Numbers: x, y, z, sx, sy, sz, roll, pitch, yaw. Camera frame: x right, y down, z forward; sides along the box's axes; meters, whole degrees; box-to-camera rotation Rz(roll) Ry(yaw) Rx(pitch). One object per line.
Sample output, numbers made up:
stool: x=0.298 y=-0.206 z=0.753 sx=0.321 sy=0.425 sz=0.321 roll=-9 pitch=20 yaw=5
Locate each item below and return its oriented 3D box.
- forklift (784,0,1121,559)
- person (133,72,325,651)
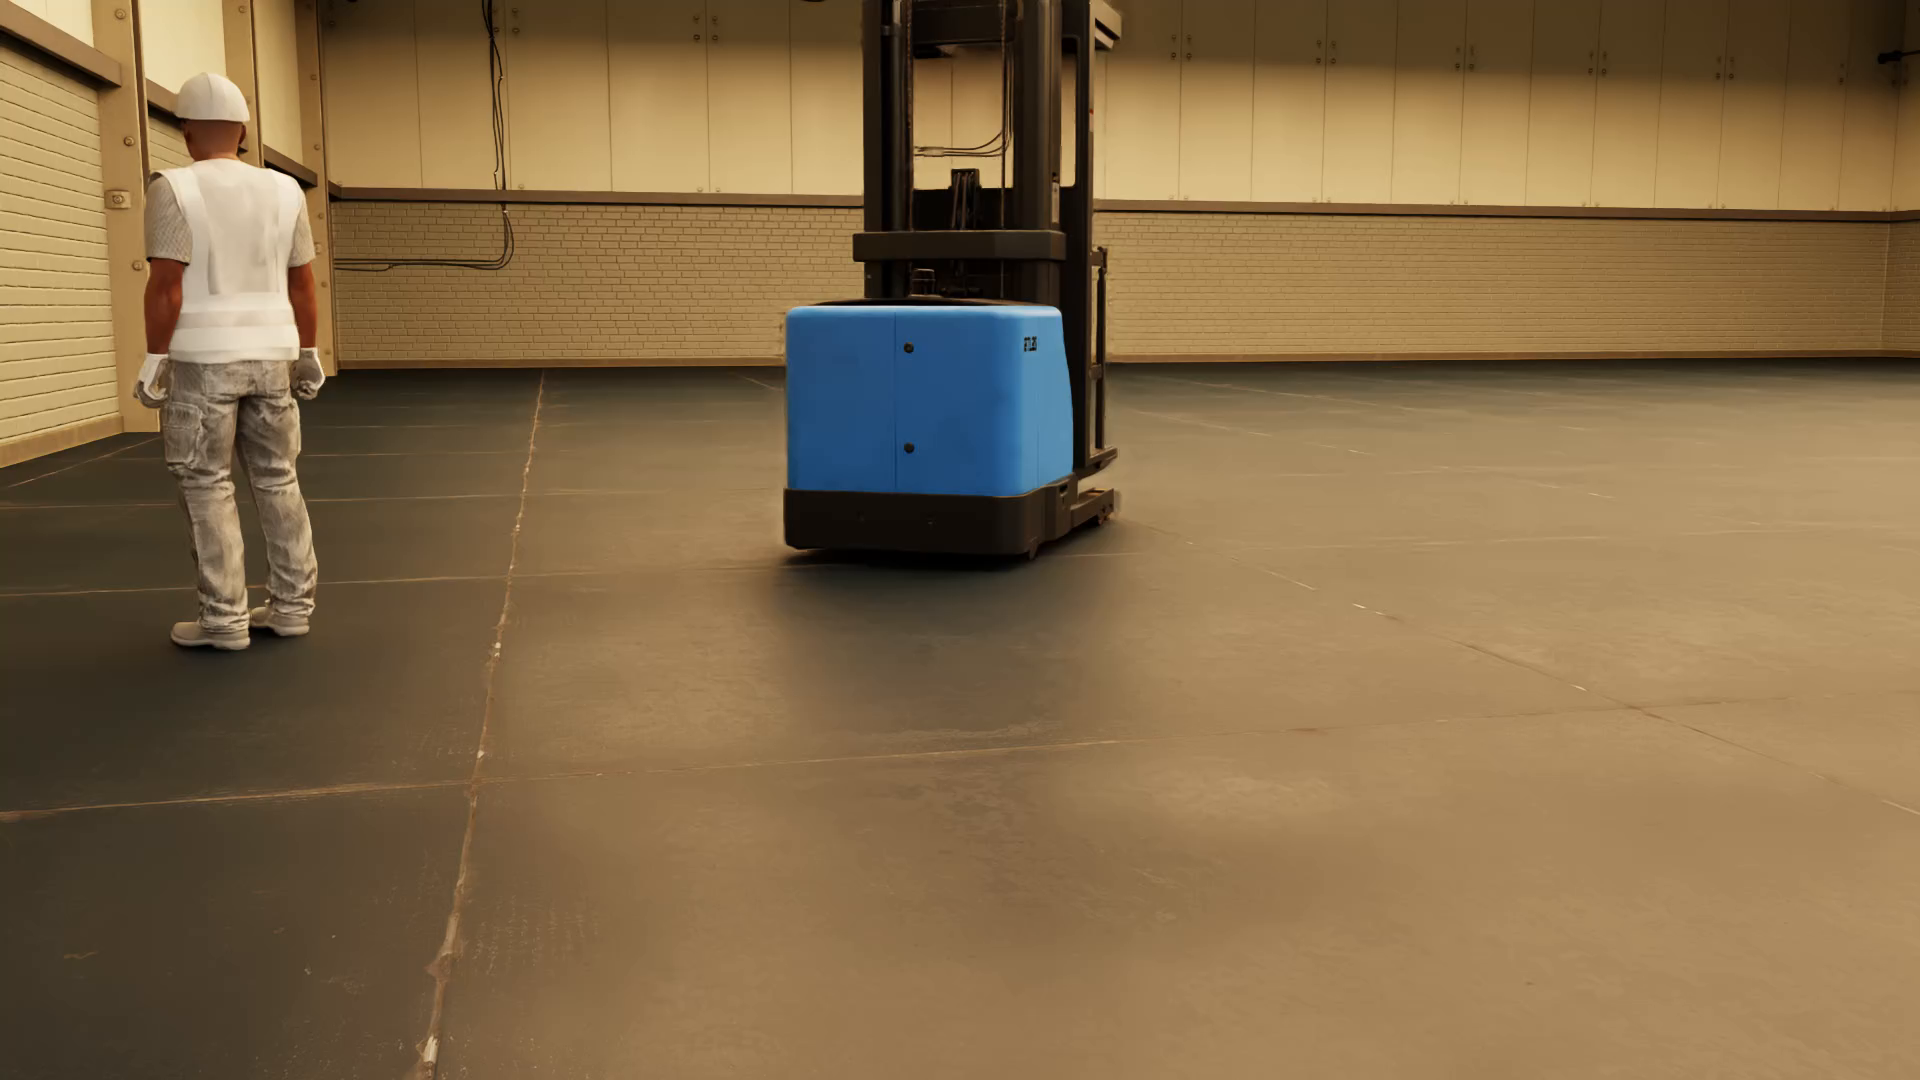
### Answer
forklift: x=0.156 y=-1.536 z=8.106 sx=1.130 sy=2.935 sz=3.031 roll=2 pitch=8 yaw=16
person: x=-2.329 y=-0.560 z=5.279 sx=0.390 sy=1.790 sz=0.612 roll=6 pitch=10 yaw=35
